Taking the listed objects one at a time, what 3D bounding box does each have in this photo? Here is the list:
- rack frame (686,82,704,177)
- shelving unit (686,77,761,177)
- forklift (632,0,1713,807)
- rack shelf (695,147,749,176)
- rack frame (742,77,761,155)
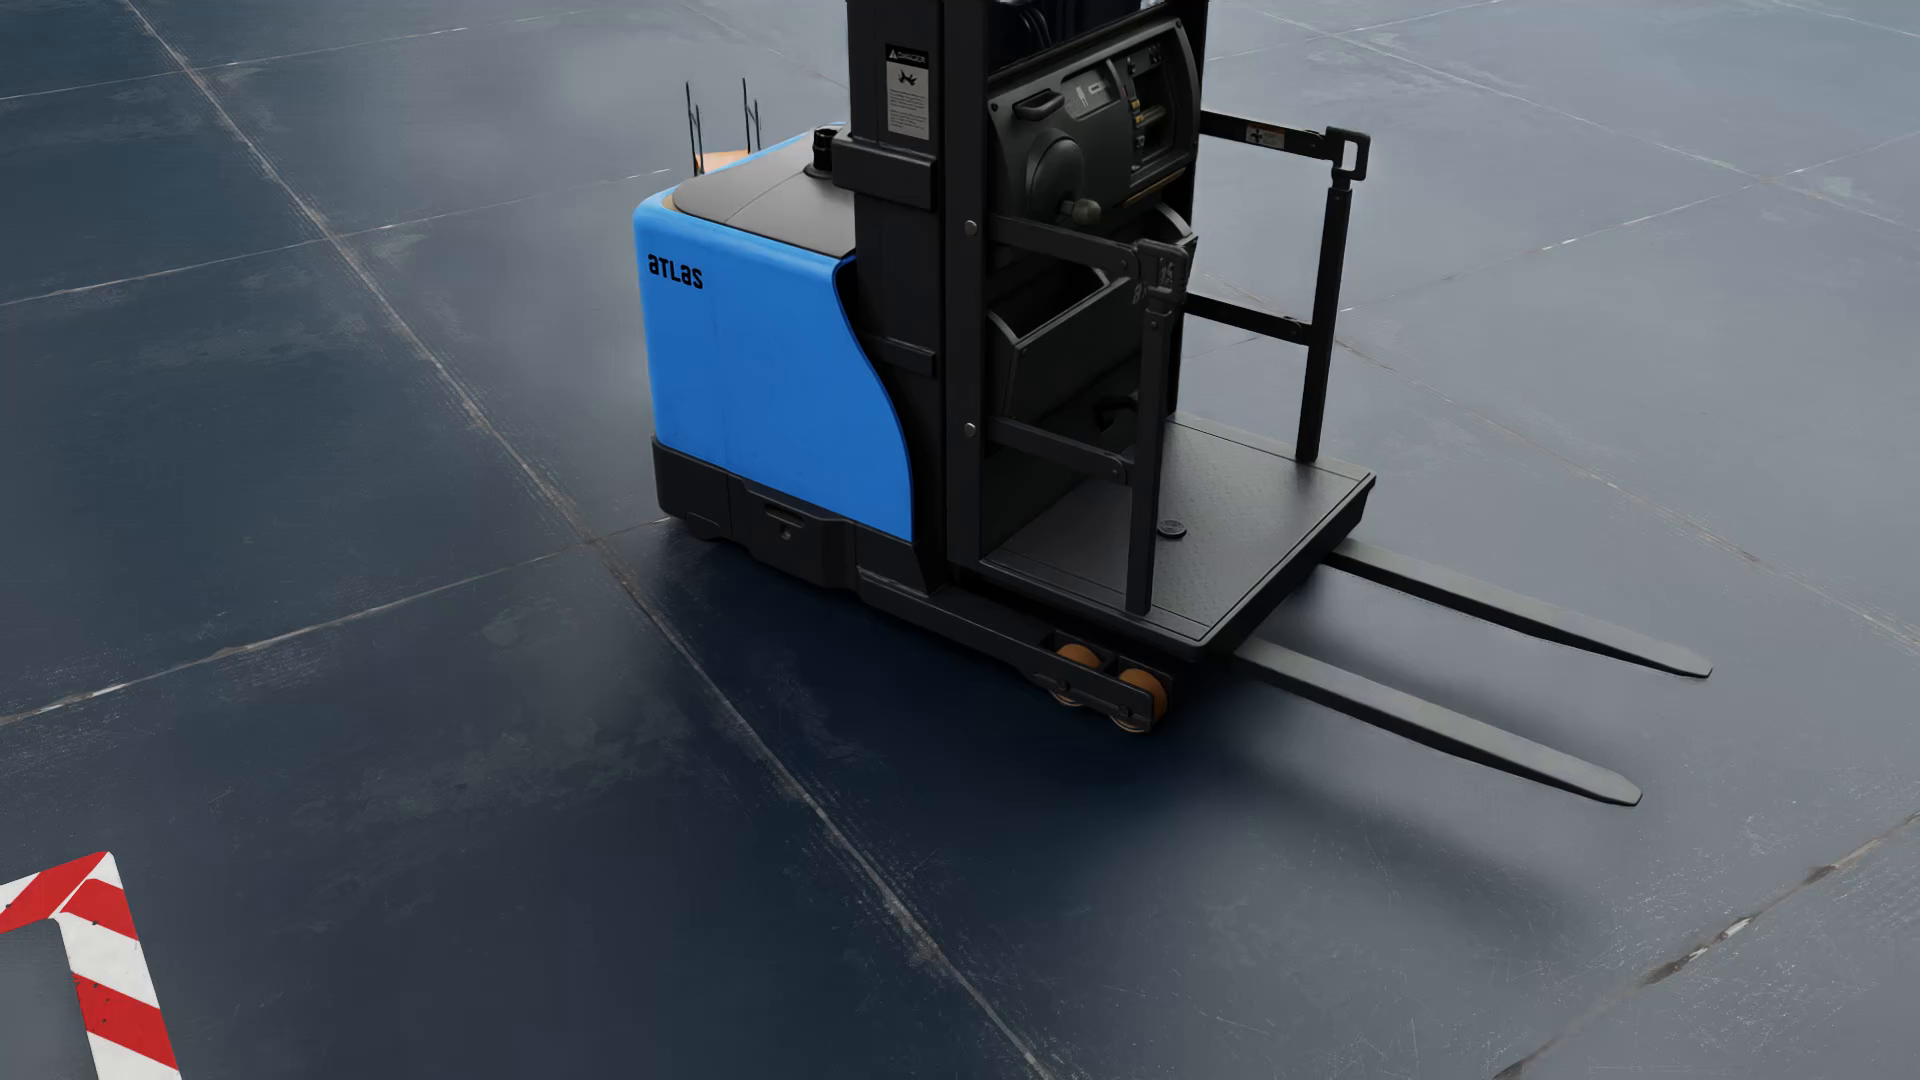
[{"bbox_3d":[-0.839,-0.897,5.547,0.006,1.200,0.240,-9,34,-13],"label":"rack frame"},{"bbox_3d":[-0.751,-0.911,5.567,0.189,1.200,0.258,-9,34,-13],"label":"shelving unit"},{"bbox_3d":[0.531,-1.050,4.167,3.031,2.935,1.130,21,38,30],"label":"forklift"},{"bbox_3d":[-0.753,-1.177,5.398,0.180,0.103,0.258,-9,34,-13],"label":"rack shelf"},{"bbox_3d":[-0.663,-0.925,5.588,0.006,1.200,0.240,-9,34,-13],"label":"rack frame"}]
